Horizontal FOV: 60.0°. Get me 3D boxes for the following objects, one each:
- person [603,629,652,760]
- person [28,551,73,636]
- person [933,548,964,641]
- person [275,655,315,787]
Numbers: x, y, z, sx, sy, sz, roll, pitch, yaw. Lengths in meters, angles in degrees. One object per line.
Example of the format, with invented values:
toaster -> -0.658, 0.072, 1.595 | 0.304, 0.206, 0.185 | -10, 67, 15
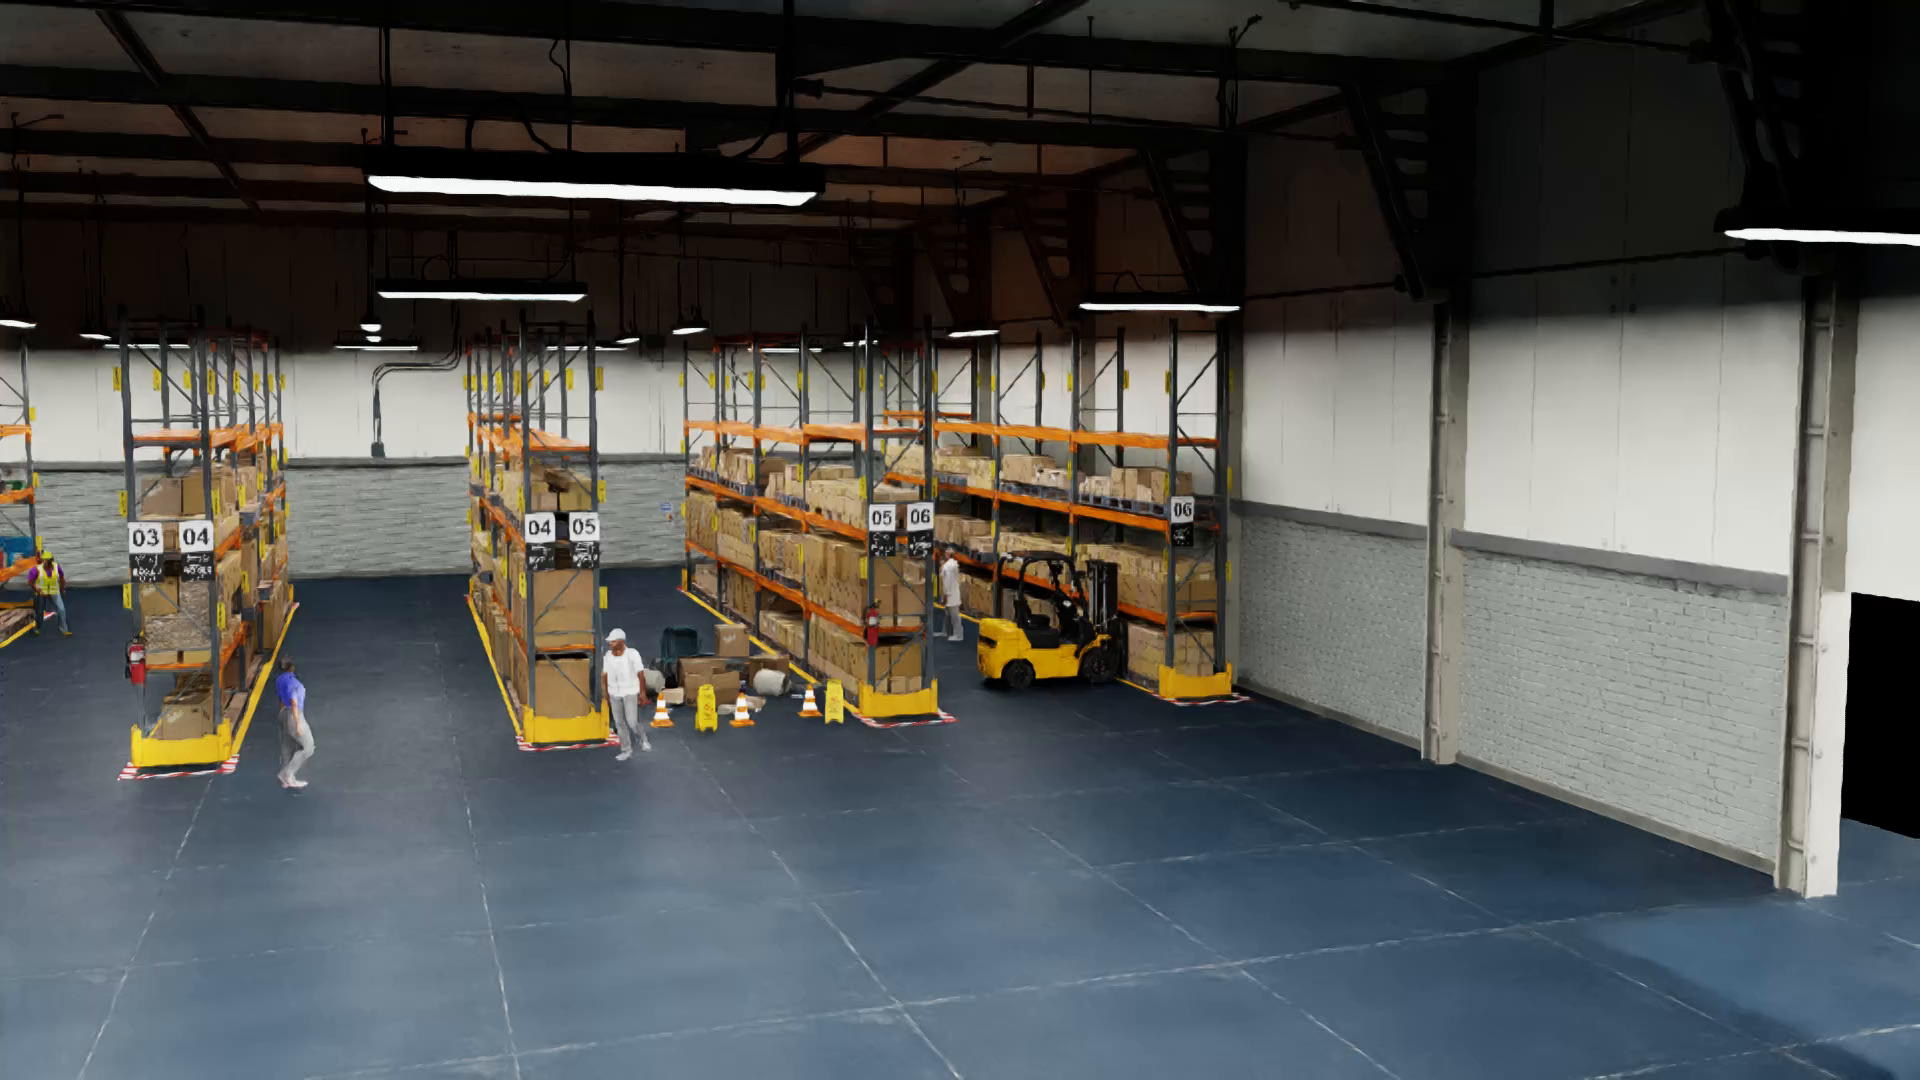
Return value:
person -> -4.445, 2.039, 22.102 | 0.615, 1.760, 0.554 | 2, 6, 18
person -> -17.956, 1.045, 32.736 | 0.704, 1.702, 0.828 | -4, 7, -38
person -> -0.223, 1.037, 32.294 | 0.641, 1.774, 0.684 | 1, 5, 7
person -> -8.258, 2.239, 20.482 | 0.501, 1.656, 0.422 | 5, 7, 43
